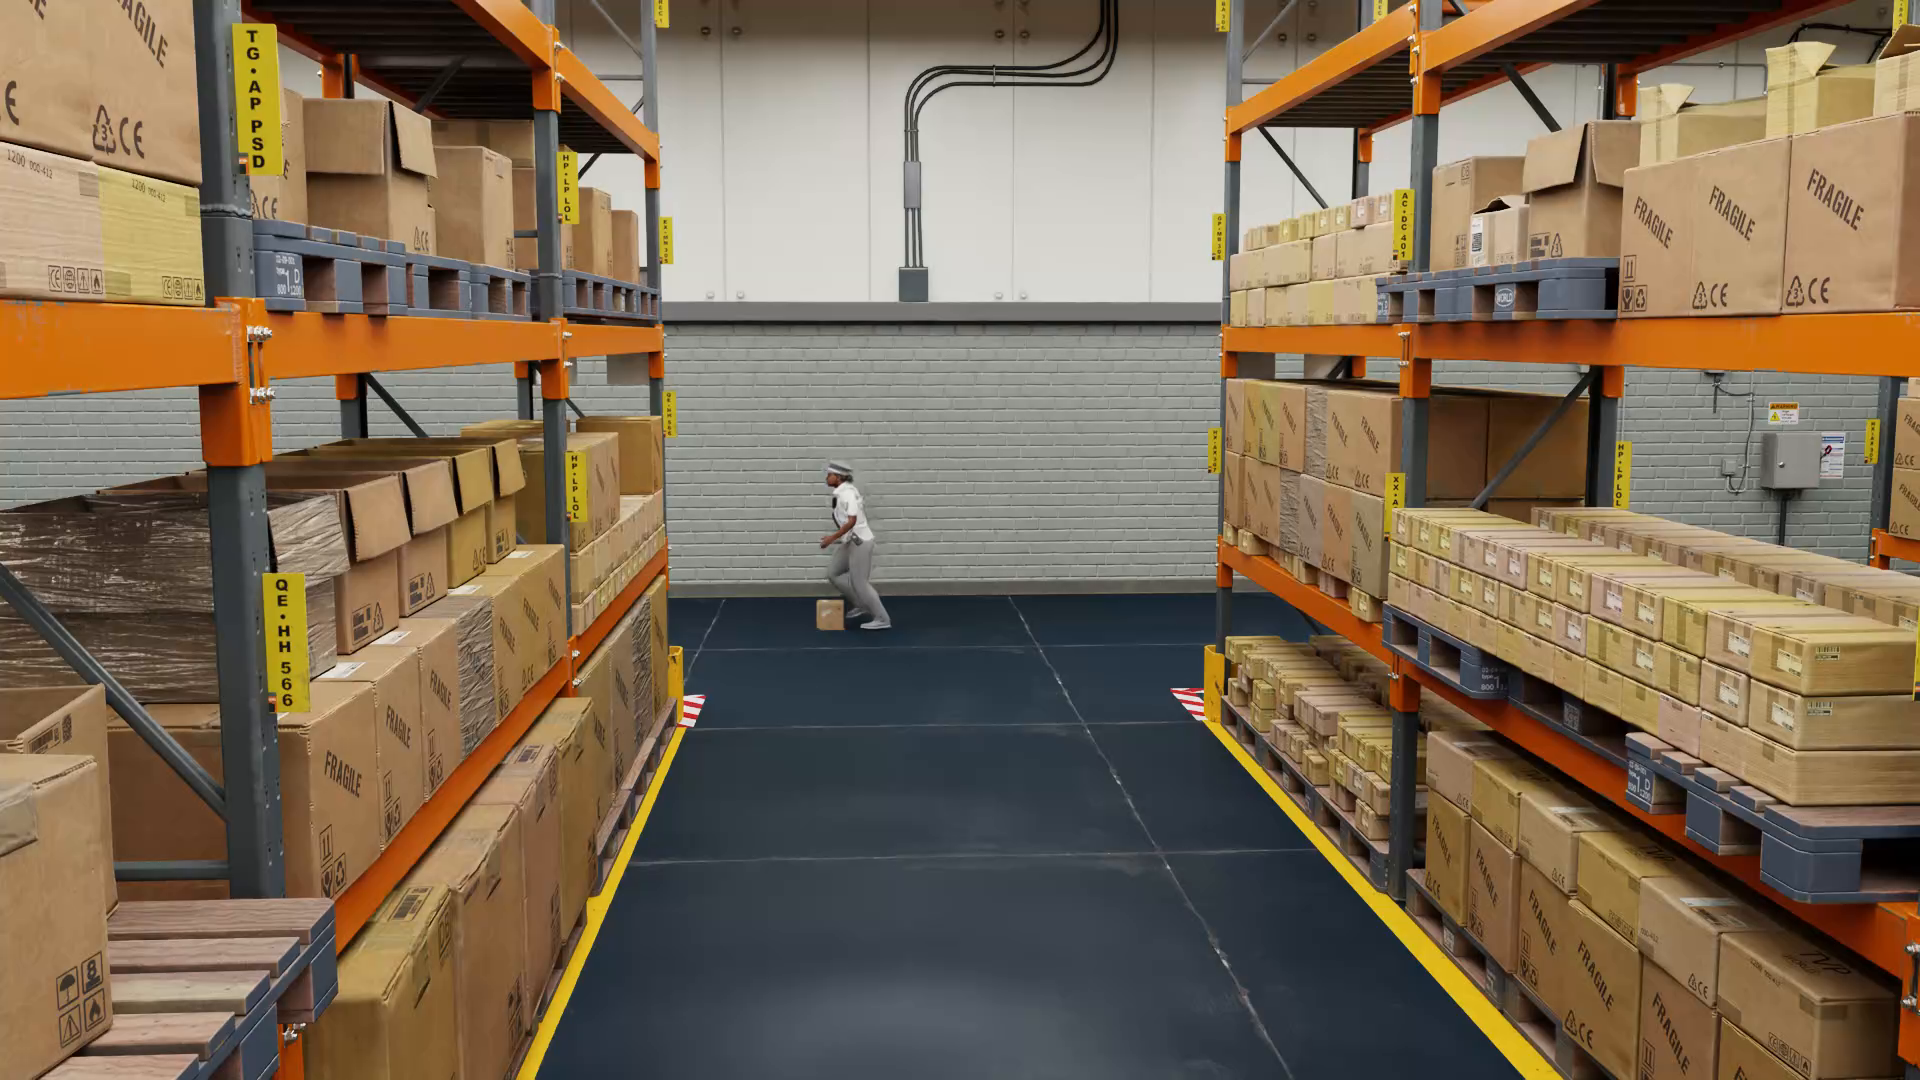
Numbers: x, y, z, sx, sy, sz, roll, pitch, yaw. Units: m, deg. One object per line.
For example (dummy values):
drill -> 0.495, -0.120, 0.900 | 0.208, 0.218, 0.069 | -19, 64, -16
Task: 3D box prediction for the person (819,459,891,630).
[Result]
person -> -1.001, 0.035, 15.668 | 0.663, 1.605, 0.601 | -1, 7, -9
